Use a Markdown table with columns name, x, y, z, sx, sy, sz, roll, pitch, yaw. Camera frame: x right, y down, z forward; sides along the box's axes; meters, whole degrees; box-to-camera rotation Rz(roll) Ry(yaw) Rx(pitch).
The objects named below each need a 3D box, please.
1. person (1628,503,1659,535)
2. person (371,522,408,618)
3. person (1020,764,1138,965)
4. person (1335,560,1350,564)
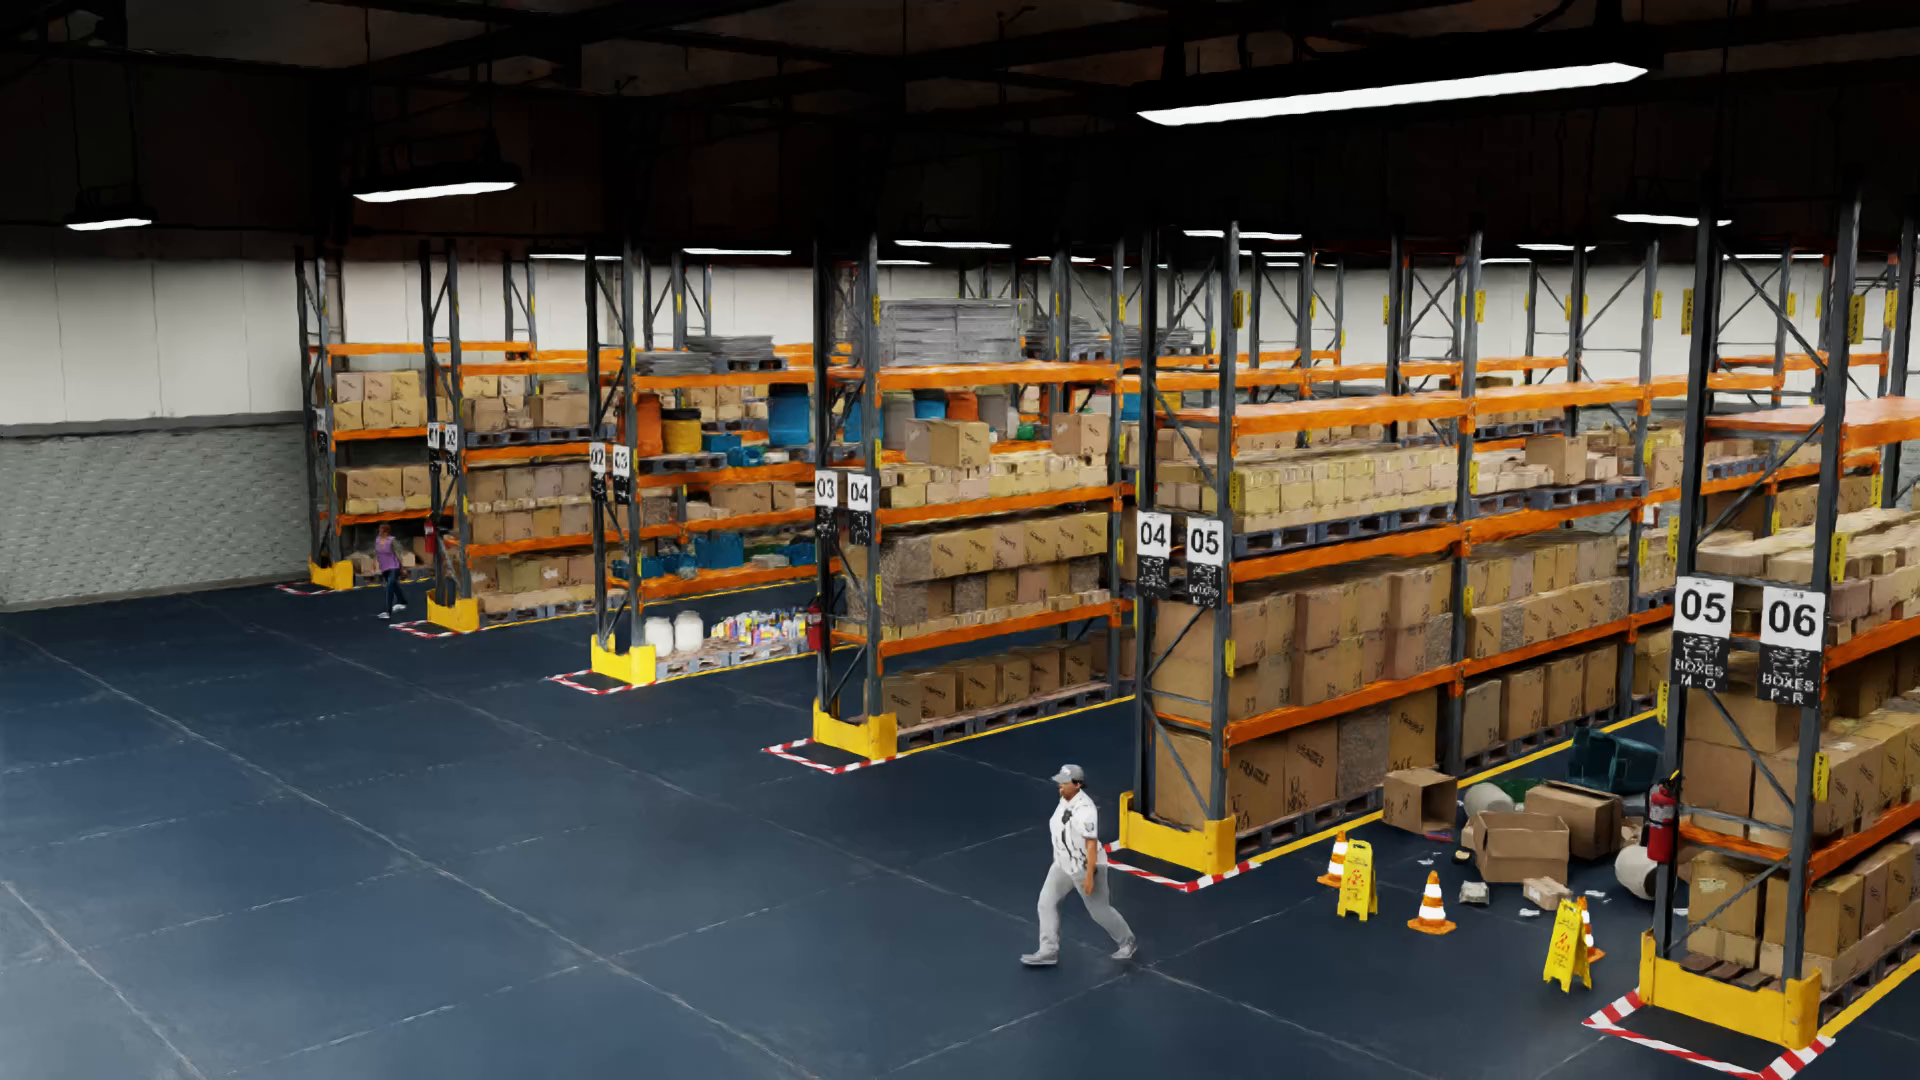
| name | x | y | z | sx | sy | sz | roll | pitch | yaw |
| --- | --- | --- | --- | --- | --- | --- | --- | --- | --- |
| person | 13.358 | -0.403 | 32.296 | 0.970 | 1.712 | 0.616 | -3 | 9 | -22 |
| person | -9.245 | 0.462 | 26.919 | 0.489 | 1.542 | 0.896 | 3 | 9 | 21 |
| person | 0.951 | 2.500 | 12.810 | 0.902 | 1.609 | 0.502 | -4 | 9 | -26 |
| person | 5.205 | 0.980 | 22.776 | 0.537 | 1.715 | 1.028 | 7 | 11 | 38 |
